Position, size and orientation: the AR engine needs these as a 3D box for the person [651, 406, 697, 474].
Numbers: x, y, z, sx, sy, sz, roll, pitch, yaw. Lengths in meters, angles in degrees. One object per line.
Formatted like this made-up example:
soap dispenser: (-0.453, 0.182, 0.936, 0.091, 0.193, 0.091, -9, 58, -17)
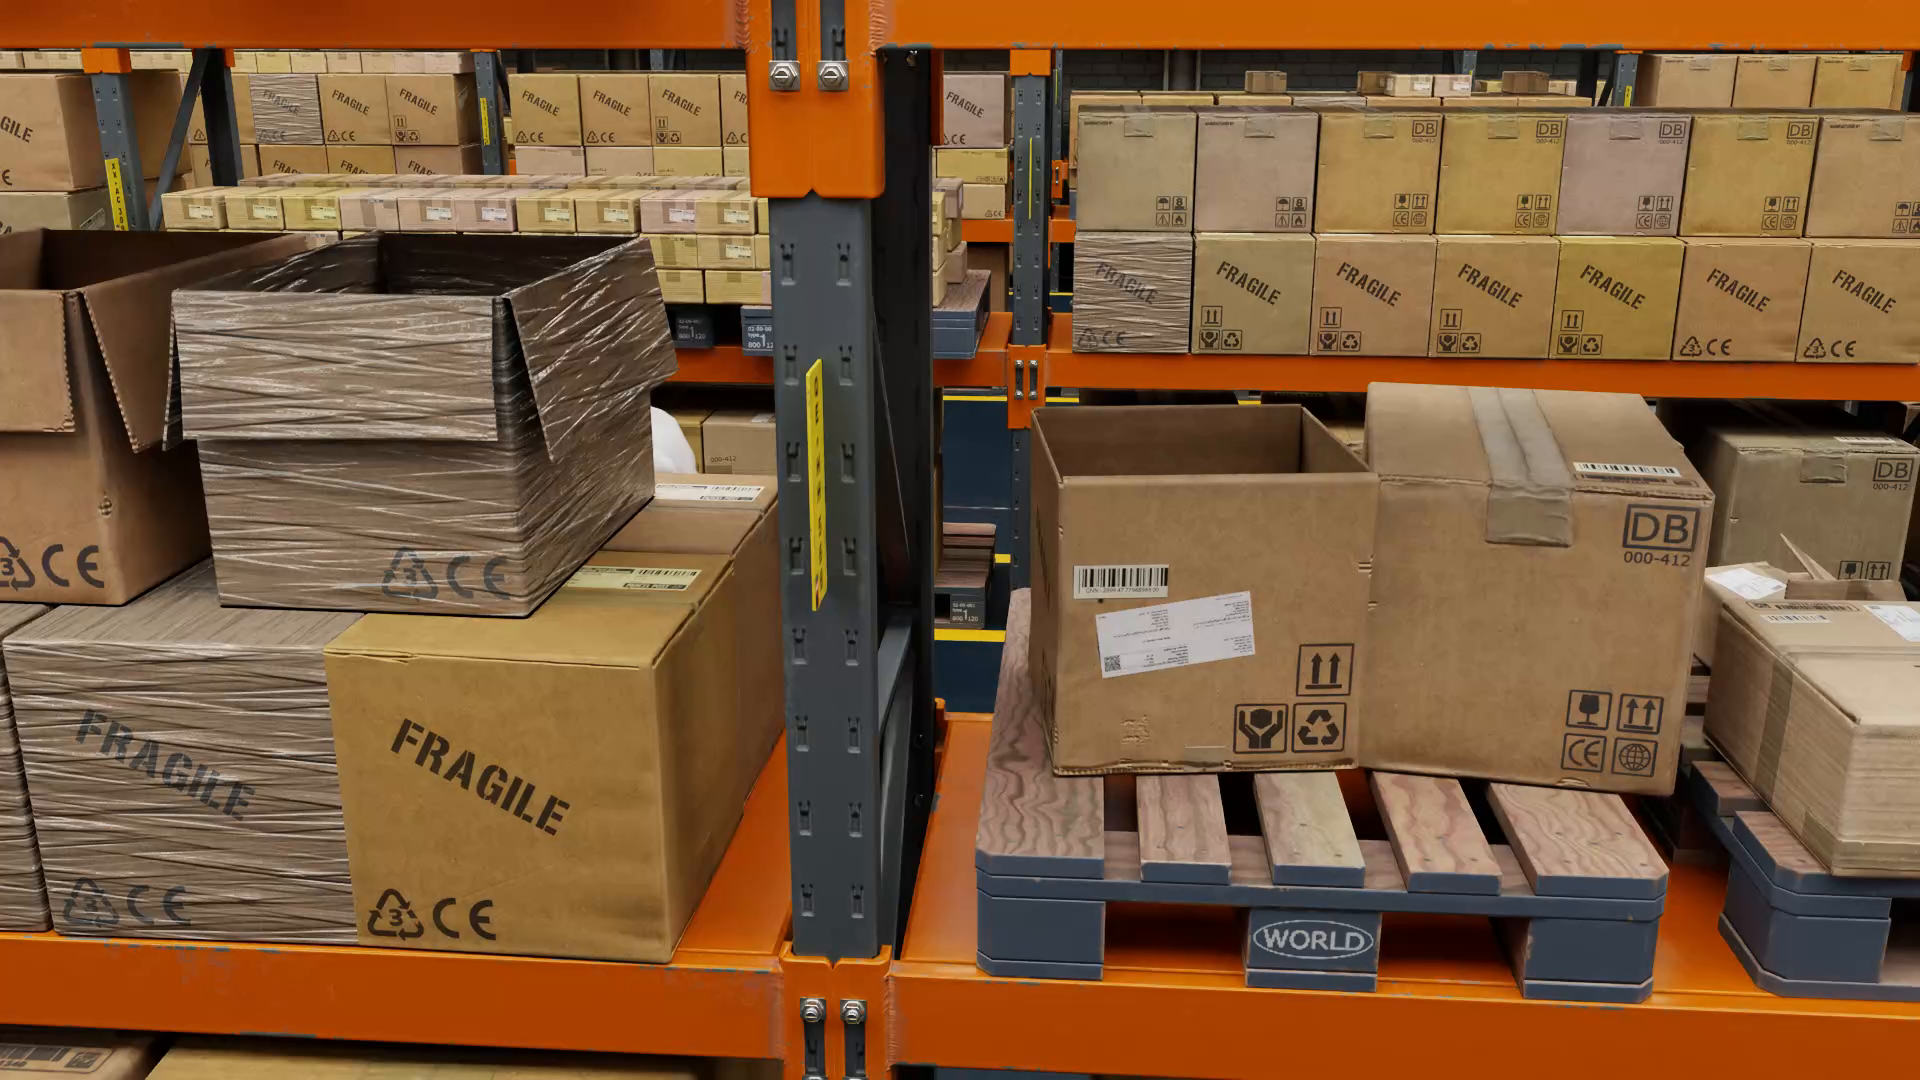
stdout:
person: (-1.043, 0.197, 5.389, 0.457, 1.761, 0.638, 1, 17, 2)
